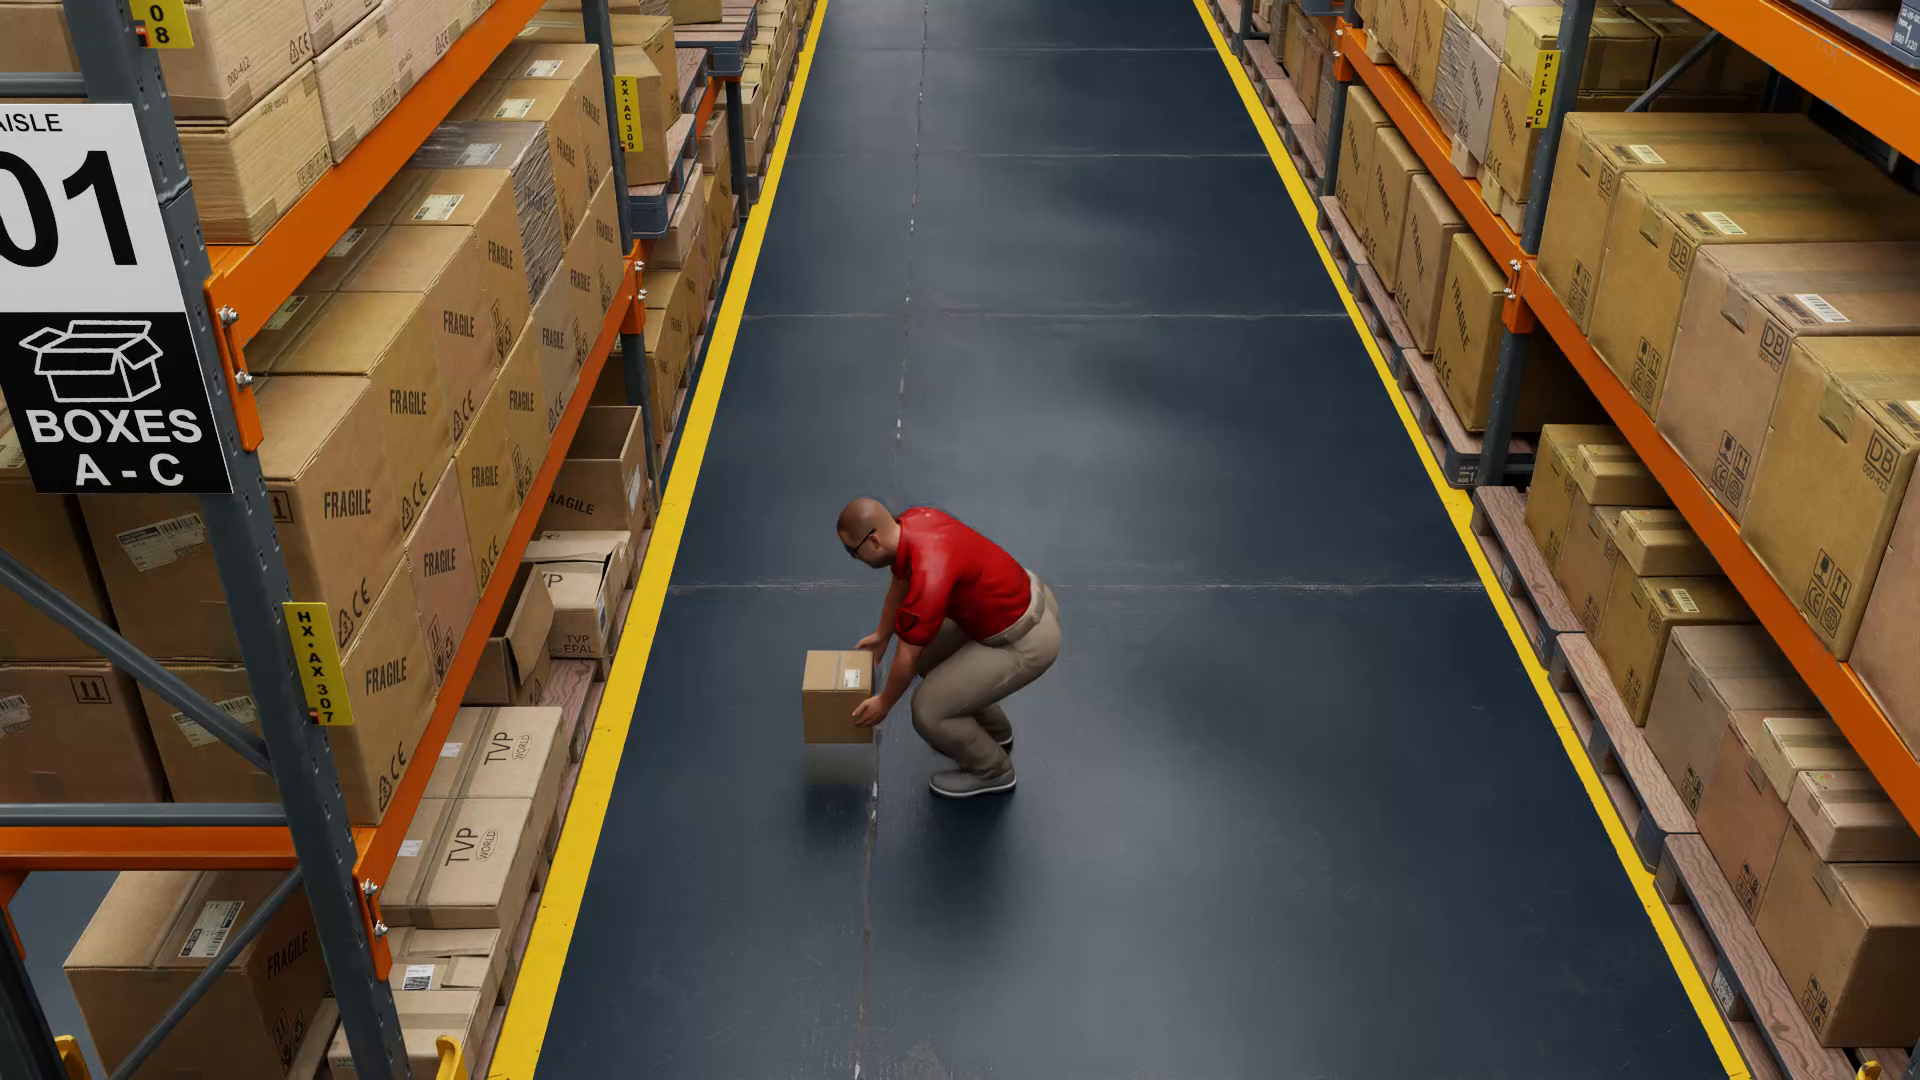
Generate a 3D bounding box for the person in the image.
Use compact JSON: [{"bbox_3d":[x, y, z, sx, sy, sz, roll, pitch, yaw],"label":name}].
[{"bbox_3d":[-0.029,0.370,6.048,0.798,1.208,0.581,0,31,0],"label":"person"}]
